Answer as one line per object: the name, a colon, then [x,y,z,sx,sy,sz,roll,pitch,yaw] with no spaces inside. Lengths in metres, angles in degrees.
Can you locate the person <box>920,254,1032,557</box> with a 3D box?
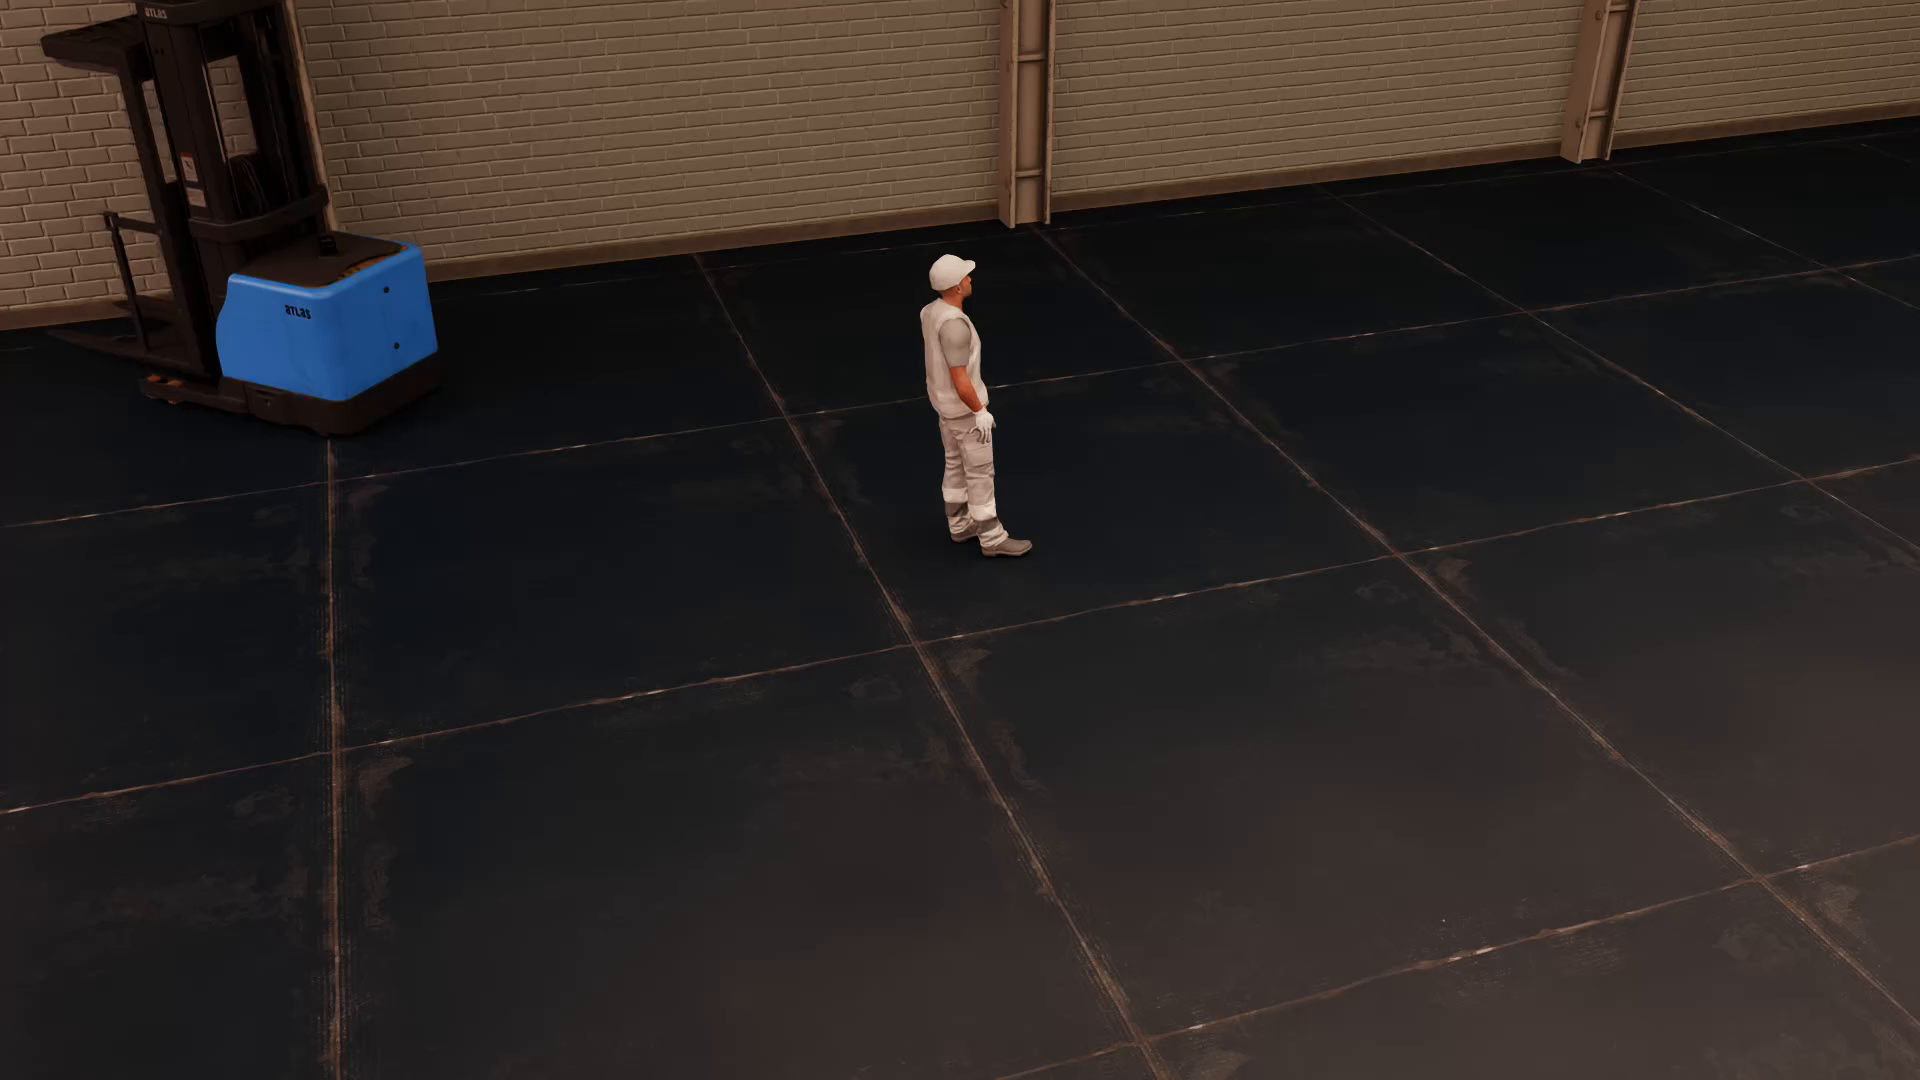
person: [0.080,-0.789,9.588,0.564,1.787,0.637,-10,31,-16]

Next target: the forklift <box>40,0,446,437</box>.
forklift: [-5.228,-2.448,11.342,3.031,2.935,1.130,13,32,21]
